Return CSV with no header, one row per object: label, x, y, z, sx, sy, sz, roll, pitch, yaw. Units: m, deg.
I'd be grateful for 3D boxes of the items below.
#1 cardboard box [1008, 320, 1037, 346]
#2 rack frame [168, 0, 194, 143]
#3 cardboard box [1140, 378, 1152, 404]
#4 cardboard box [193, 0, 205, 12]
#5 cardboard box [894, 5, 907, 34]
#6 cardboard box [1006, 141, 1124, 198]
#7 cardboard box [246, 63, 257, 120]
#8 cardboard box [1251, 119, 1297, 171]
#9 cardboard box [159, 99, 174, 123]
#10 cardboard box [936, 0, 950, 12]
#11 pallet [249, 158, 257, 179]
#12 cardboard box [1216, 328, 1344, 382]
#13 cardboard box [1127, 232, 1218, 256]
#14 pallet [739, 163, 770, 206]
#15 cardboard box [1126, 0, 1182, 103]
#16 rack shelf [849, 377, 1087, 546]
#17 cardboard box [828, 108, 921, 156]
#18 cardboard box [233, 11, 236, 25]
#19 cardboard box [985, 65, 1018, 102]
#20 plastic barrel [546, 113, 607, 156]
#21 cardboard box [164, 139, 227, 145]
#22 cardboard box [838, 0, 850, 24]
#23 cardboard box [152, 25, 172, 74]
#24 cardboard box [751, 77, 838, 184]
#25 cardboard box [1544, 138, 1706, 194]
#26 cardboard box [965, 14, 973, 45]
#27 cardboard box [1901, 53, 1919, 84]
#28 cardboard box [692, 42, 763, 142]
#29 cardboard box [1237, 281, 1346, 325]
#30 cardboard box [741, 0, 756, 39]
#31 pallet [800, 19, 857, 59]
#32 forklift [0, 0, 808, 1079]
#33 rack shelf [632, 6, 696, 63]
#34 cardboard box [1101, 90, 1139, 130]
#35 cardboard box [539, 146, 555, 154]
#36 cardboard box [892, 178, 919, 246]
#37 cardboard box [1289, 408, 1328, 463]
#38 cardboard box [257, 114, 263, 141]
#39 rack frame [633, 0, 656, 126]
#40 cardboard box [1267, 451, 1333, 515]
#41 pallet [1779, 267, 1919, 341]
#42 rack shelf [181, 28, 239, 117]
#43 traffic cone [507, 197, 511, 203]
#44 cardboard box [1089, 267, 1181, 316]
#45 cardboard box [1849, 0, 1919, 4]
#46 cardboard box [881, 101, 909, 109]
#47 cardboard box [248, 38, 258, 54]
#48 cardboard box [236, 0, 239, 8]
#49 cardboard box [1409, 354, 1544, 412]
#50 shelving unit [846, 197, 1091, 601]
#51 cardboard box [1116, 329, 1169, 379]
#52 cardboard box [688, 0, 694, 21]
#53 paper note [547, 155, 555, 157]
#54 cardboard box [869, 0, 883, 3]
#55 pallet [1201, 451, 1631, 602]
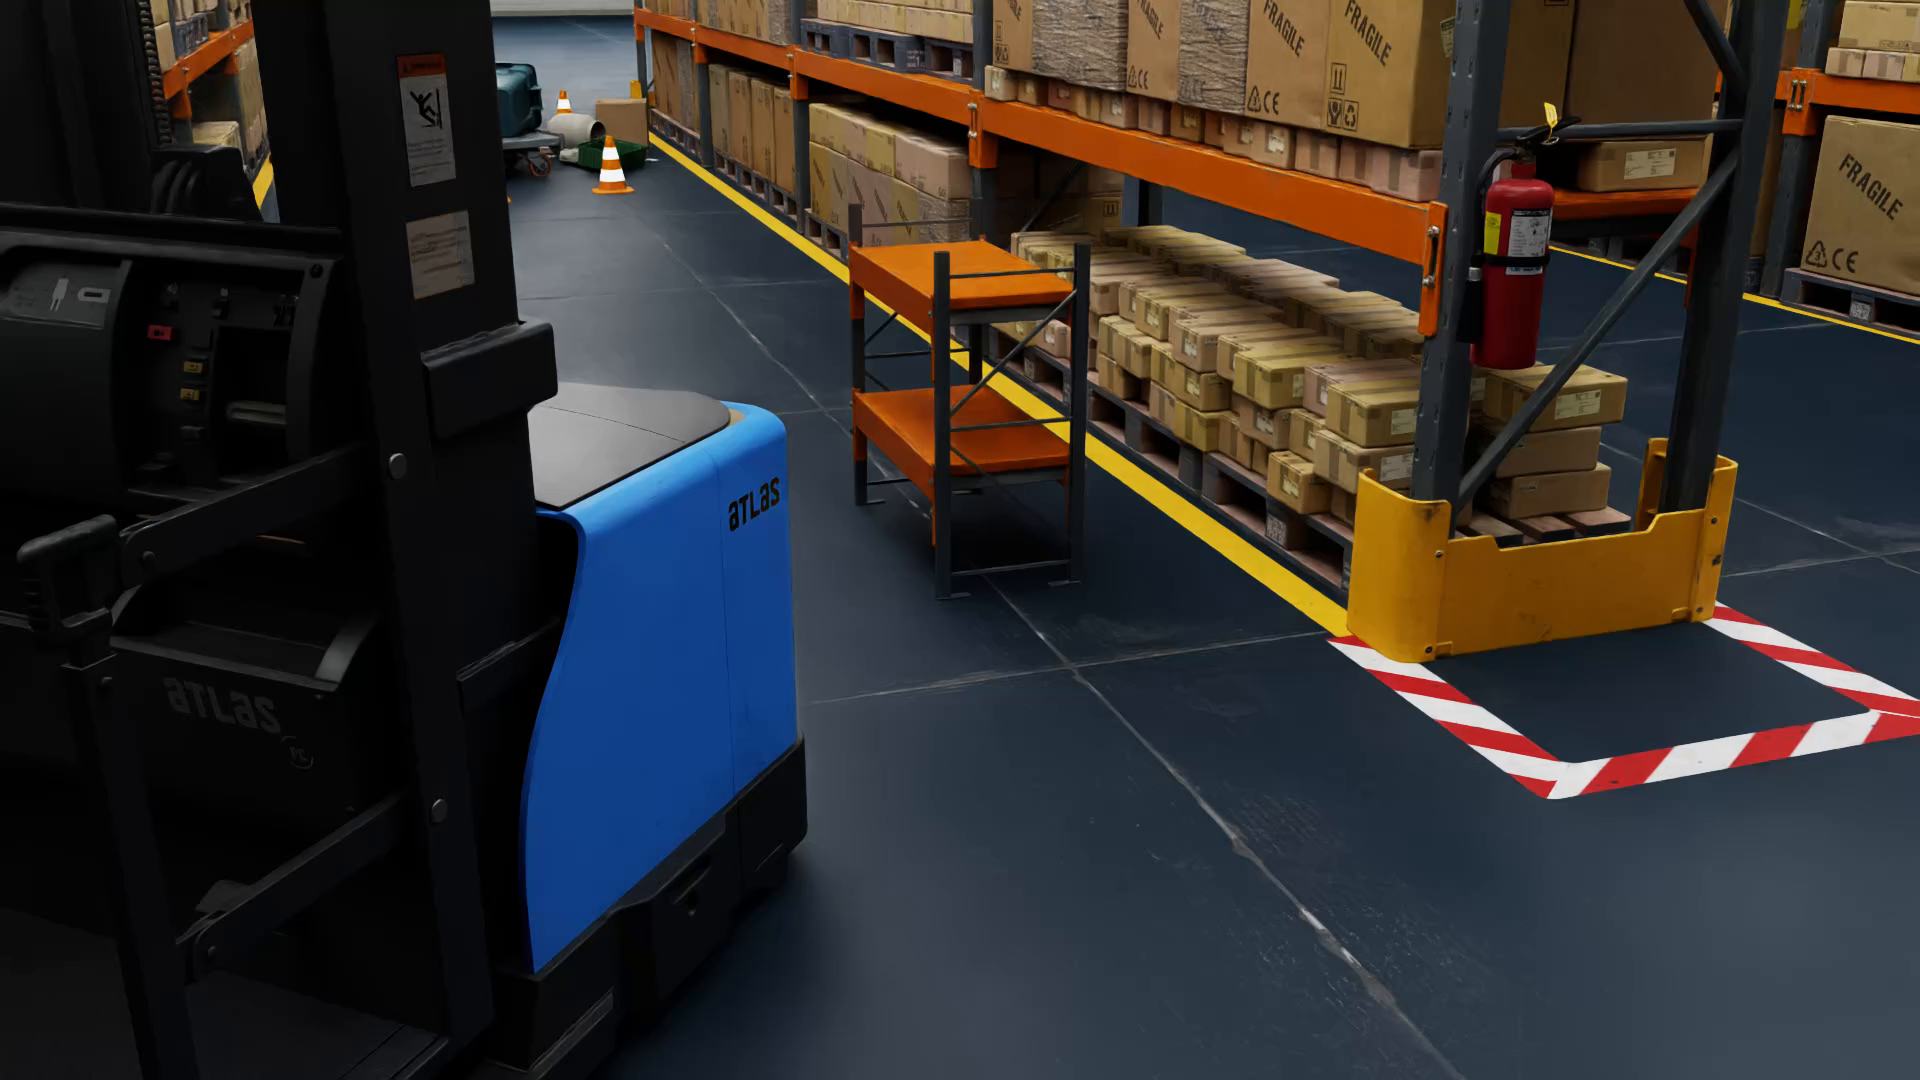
cardboard box,0.449,-1.037,7.963,0.380,0.149,0.250,-6,21,-16
rack frame,-5.369,-3.143,10.230,1.000,3.000,0.127,-6,21,-17
cardboard box,0.967,-0.635,6.842,0.380,0.149,0.250,-6,21,-16
cardboard box,-5.895,-4.041,12.481,0.380,0.149,0.250,-6,21,-17
cardboard box,-0.169,-3.021,9.641,0.380,0.149,0.250,-5,20,-15
cardboard box,0.574,-2.057,9.174,0.500,0.250,0.500,-7,21,-20
cardboard box,-6.735,-4.072,15.152,0.500,0.500,0.500,-6,20,-15
cardboard box,1.204,-1.333,5.561,0.380,0.149,0.250,-6,21,-16
cardboard box,-7.067,-3.845,14.520,0.500,0.500,0.500,-7,21,-18
cardboard box,0.084,-2.908,8.886,0.380,0.149,0.250,-5,20,-15
pallet,-6.871,-3.326,14.865,1.003,0.211,1.213,-6,21,-17
cardboard box,1.158,-0.659,6.031,0.380,0.149,0.250,-7,21,-19
cardboard box,1.033,-1.389,8.064,0.380,0.149,0.250,-6,21,-17
pallet,-1.257,-3.041,14.071,1.003,0.211,1.213,-6,21,-17
cardboard box,0.955,-1.927,6.255,0.500,0.500,0.500,-5,20,-14
rack shelf,0.002,-0.297,5.803,0.538,0.278,1.000,-6,21,-17
cardboard box,-0.555,-2.666,10.868,0.500,0.250,0.500,-7,21,-18
cardboard box,-6.706,-4.684,14.892,0.380,0.149,0.250,-6,21,-16
cardboard box,0.334,-2.174,7.903,0.380,0.149,0.250,-6,21,-15
plastic barrel,-3.771,-3.974,16.353,0.512,0.421,0.421,8,21,20
cardboard box,-6.009,-2.766,12.447,0.950,0.372,0.625,-6,21,-15
cardboard box,-0.583,-3.443,10.816,0.380,0.149,0.250,-5,20,-14
cardboard box,-4.788,-2.776,9.428,0.500,0.250,0.500,-6,21,-16
cardboard box,-1.085,-3.325,13.444,1.050,0.750,0.750,-6,21,-16
cardboard box,2.022,-1.155,5.066,0.380,0.149,0.250,-7,21,-18
cardboard box,0.243,-2.604,8.478,0.380,0.149,0.250,-7,21,-18
cardboard box,5.239,-2.495,8.797,0.380,0.149,0.250,-6,21,-15
cardboard box,-2.090,-4.392,16.229,0.875,0.875,0.875,-6,21,-16
cardboard box,1.369,-0.965,6.882,0.380,0.149,0.250,-6,21,-17
cardboard box,-1.410,-4.185,12.983,0.500,0.500,0.500,-7,21,-18
pallet,-0.376,-3.394,11.212,1.213,0.211,1.003,-6,21,-17
forklift,-1.386,-0.256,2.293,1.130,2.935,3.031,8,21,21
rack shelf,-2.587,-5.288,17.267,1.077,0.370,4.000,-6,21,-17
cardboard box,0.794,-1.756,6.741,0.380,0.149,0.250,-5,20,-15
cardboard box,-4.247,-4.054,16.811,0.396,0.266,0.258,-3,20,-8
cardboard box,-0.077,-1.814,9.607,0.500,0.500,0.500,-7,21,-18
cardboard box,1.345,-0.359,5.634,0.380,0.149,0.250,-7,21,-18
cardboard box,-6.903,-3.888,15.751,0.500,0.250,0.500,-7,21,-18
rack frame,-3.216,-6.269,18.932,1.000,3.000,0.127,-6,21,-17
cardboard box,1.273,-0.209,5.656,0.380,0.149,0.250,-6,21,-16
pallet,5.461,-1.348,9.356,1.003,0.211,1.213,-6,21,-17
rack shelf,-5.997,-3.446,12.138,1.077,0.370,4.000,-6,21,-17
traffic cone,-3.867,-2.997,13.575,0.336,0.463,0.334,-6,21,-17
cardboard box,0.730,-1.079,7.199,0.380,0.149,0.250,-6,21,-16
cardboard box,5.204,-3.154,8.932,0.500,0.500,0.500,-6,21,-17
cardboard box,-0.238,-2.884,11.476,0.500,0.250,0.500,-7,21,-18
cardboard box,-7.129,-4.851,16.362,0.380,0.149,0.250,-6,21,-16
cardboard box,-6.680,-4.943,14.654,0.500,0.500,0.500,-6,21,-17
cardboard box,1.770,-0.550,5.727,0.380,0.149,0.250,-6,21,-16
shelving unit,0.002,-0.527,5.720,0.538,1.125,1.048,-6,21,-17
cardboard box,0.860,-0.770,6.780,0.380,0.149,0.250,-6,21,-17
cardboard box,-2.086,-5.173,15.659,0.875,0.550,0.550,-6,21,-17
paper note,-4.123,-3.825,16.533,0.172,0.023,0.155,1,20,2
cardboard box,-0.334,-3.331,10.064,0.380,0.149,0.250,-7,21,-18
pallet,1.567,-0.111,5.912,1.003,0.211,1.213,-6,21,-17
